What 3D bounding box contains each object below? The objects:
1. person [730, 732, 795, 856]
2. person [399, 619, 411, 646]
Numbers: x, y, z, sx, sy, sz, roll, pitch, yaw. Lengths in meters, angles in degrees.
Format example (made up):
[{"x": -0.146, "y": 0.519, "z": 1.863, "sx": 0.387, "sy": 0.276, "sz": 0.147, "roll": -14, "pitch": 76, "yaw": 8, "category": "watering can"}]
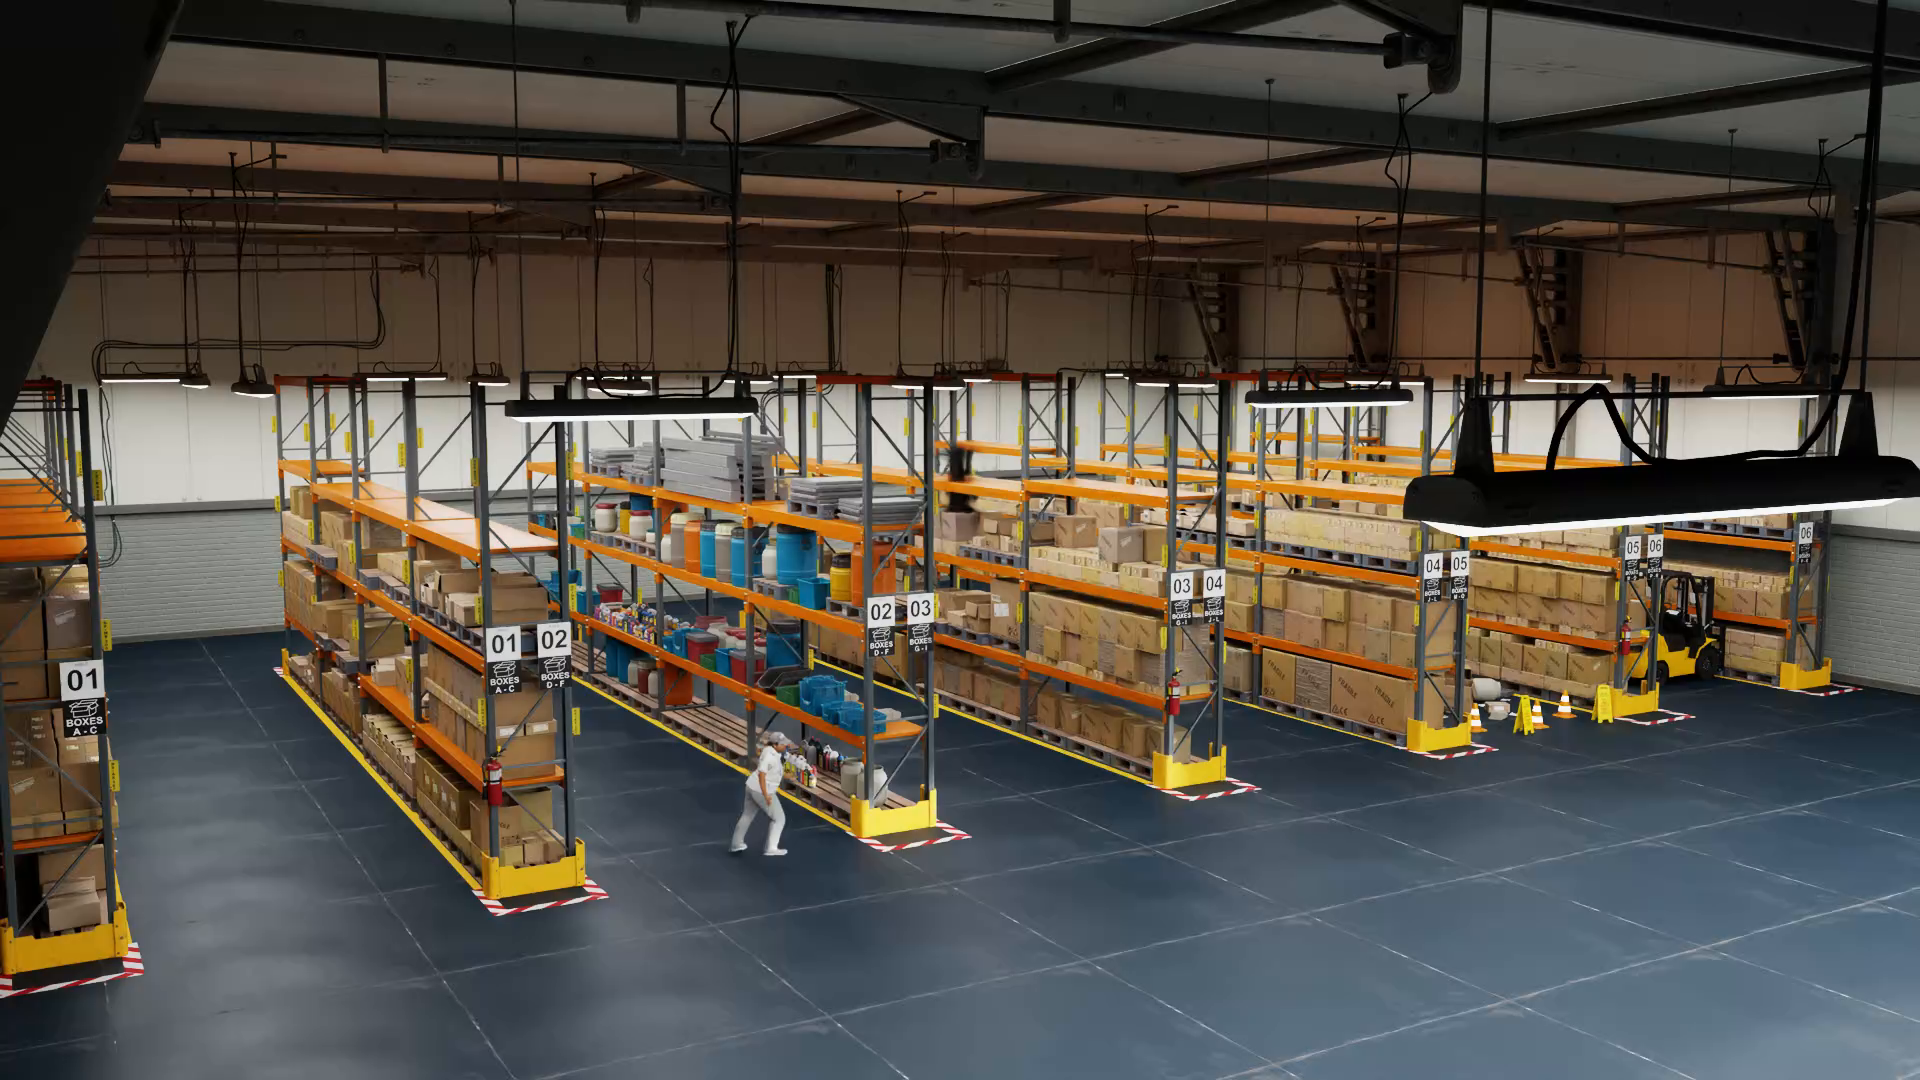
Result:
[{"x": -2.497, "y": 3.228, "z": 21.264, "sx": 0.838, "sy": 1.595, "sz": 0.633, "roll": -3, "pitch": 7, "yaw": -27, "category": "person"}, {"x": -11.719, "y": 1.675, "z": 34.688, "sx": 0.667, "sy": 1.711, "sz": 0.786, "roll": 4, "pitch": 7, "yaw": 30, "category": "person"}]
